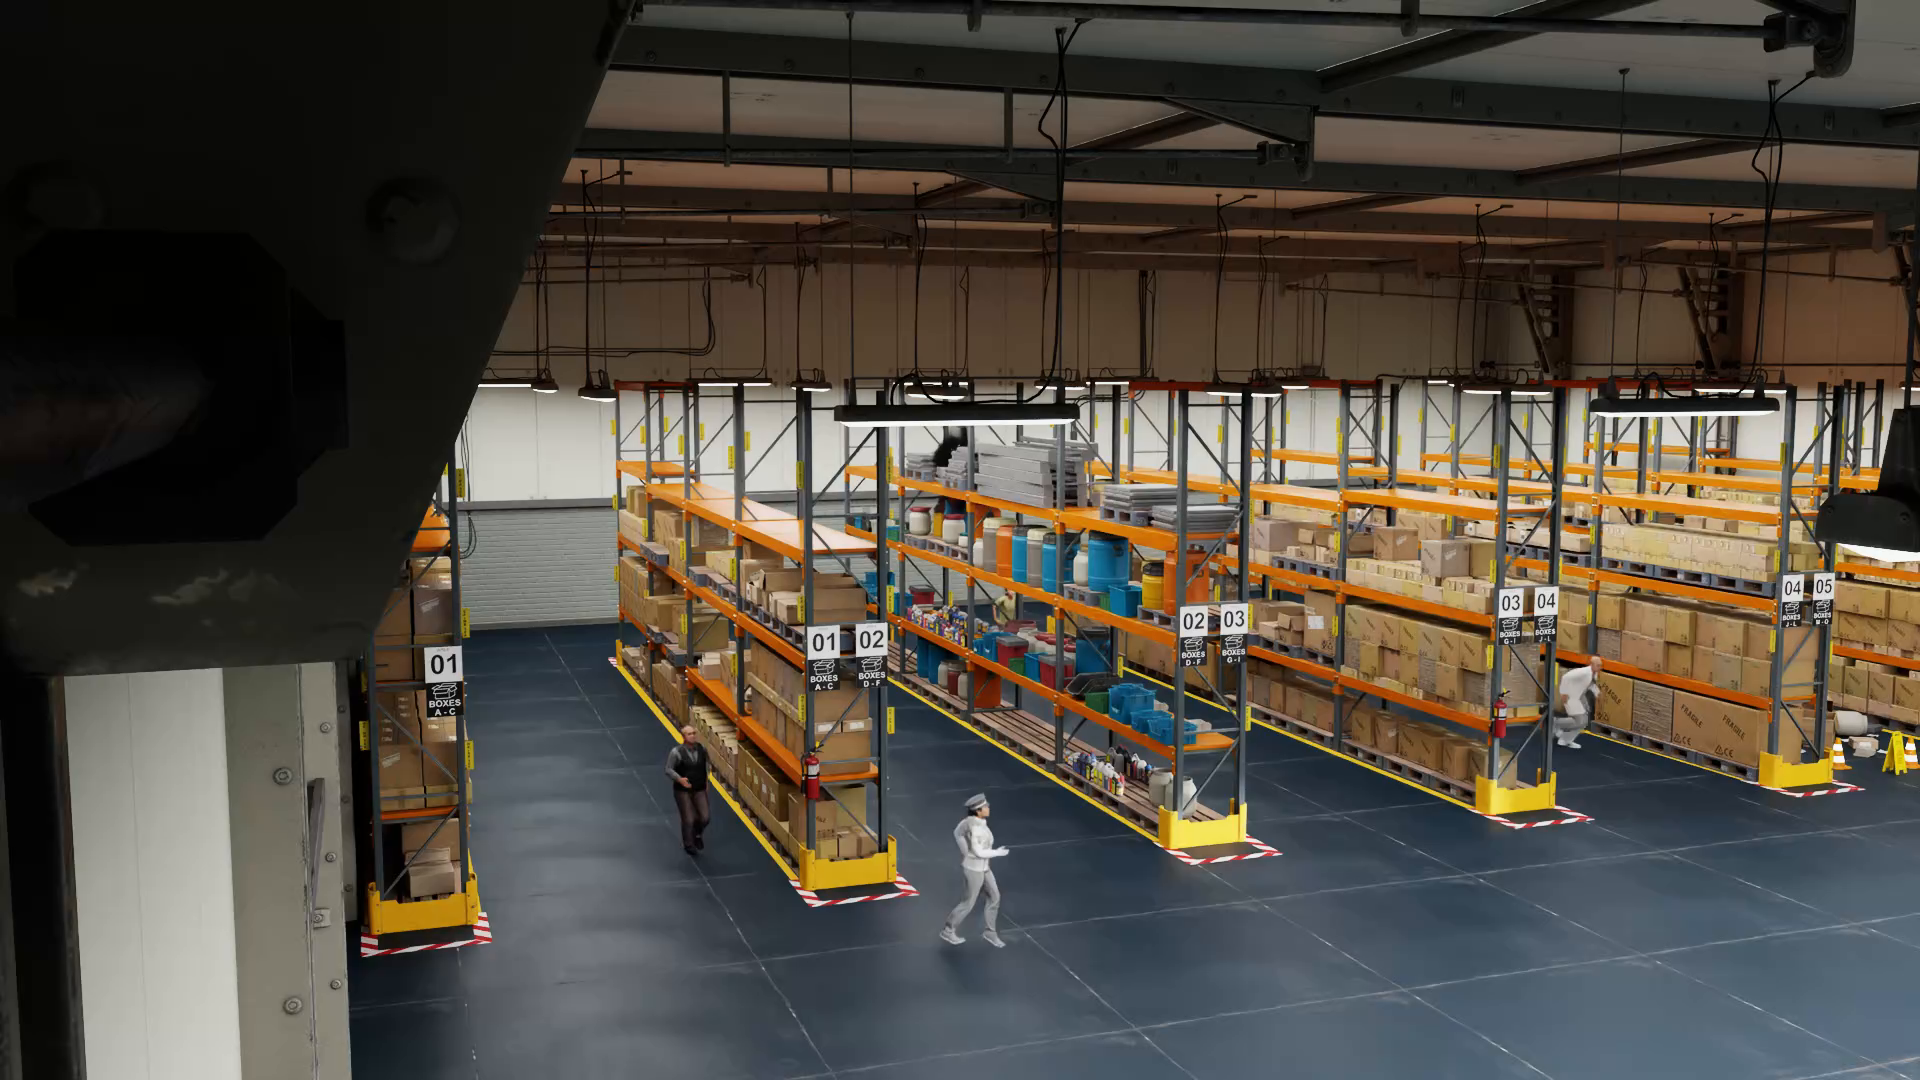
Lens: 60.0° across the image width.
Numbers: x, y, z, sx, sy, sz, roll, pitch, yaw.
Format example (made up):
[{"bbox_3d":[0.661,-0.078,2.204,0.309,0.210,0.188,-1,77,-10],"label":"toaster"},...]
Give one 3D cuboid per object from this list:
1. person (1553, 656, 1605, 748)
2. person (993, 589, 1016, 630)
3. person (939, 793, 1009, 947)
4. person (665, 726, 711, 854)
[{"bbox_3d":[10.132,2.663,27.347,0.735,1.591,0.888,-5,8,-38],"label":"person"},{"bbox_3d":[0.924,1.701,33.716,0.596,1.633,0.790,-3,7,-23],"label":"person"},{"bbox_3d":[0.154,3.601,17.993,0.754,1.751,0.593,0,6,4],"label":"person"},{"bbox_3d":[-3.453,3.228,21.385,0.658,1.682,0.579,-3,7,-28],"label":"person"}]
